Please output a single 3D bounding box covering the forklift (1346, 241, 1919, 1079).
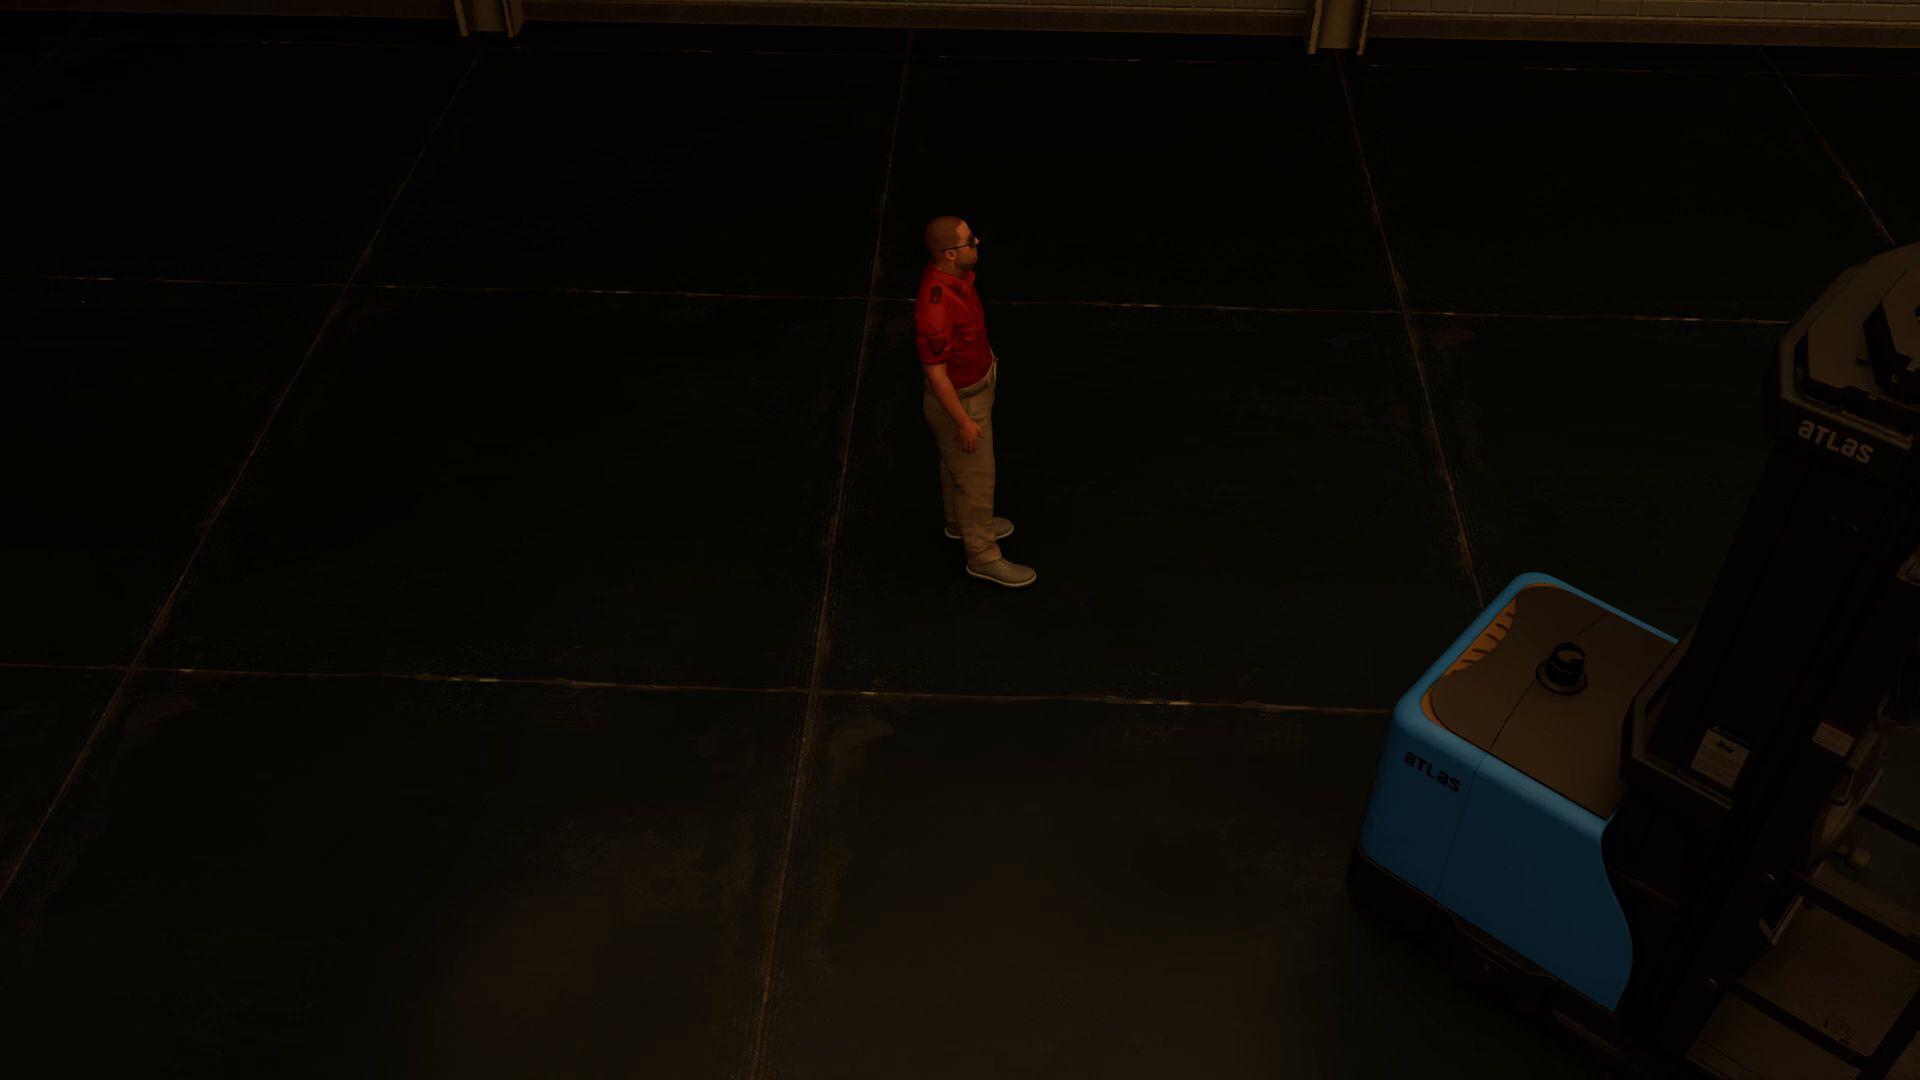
[{"bbox_3d":[2.912,0.711,4.963,3.031,2.935,1.130,31,51,30],"label":"forklift"}]

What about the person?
[{"bbox_3d":[0.089,-0.632,7.317,0.551,1.727,0.640,2,42,2],"label":"person"}]
